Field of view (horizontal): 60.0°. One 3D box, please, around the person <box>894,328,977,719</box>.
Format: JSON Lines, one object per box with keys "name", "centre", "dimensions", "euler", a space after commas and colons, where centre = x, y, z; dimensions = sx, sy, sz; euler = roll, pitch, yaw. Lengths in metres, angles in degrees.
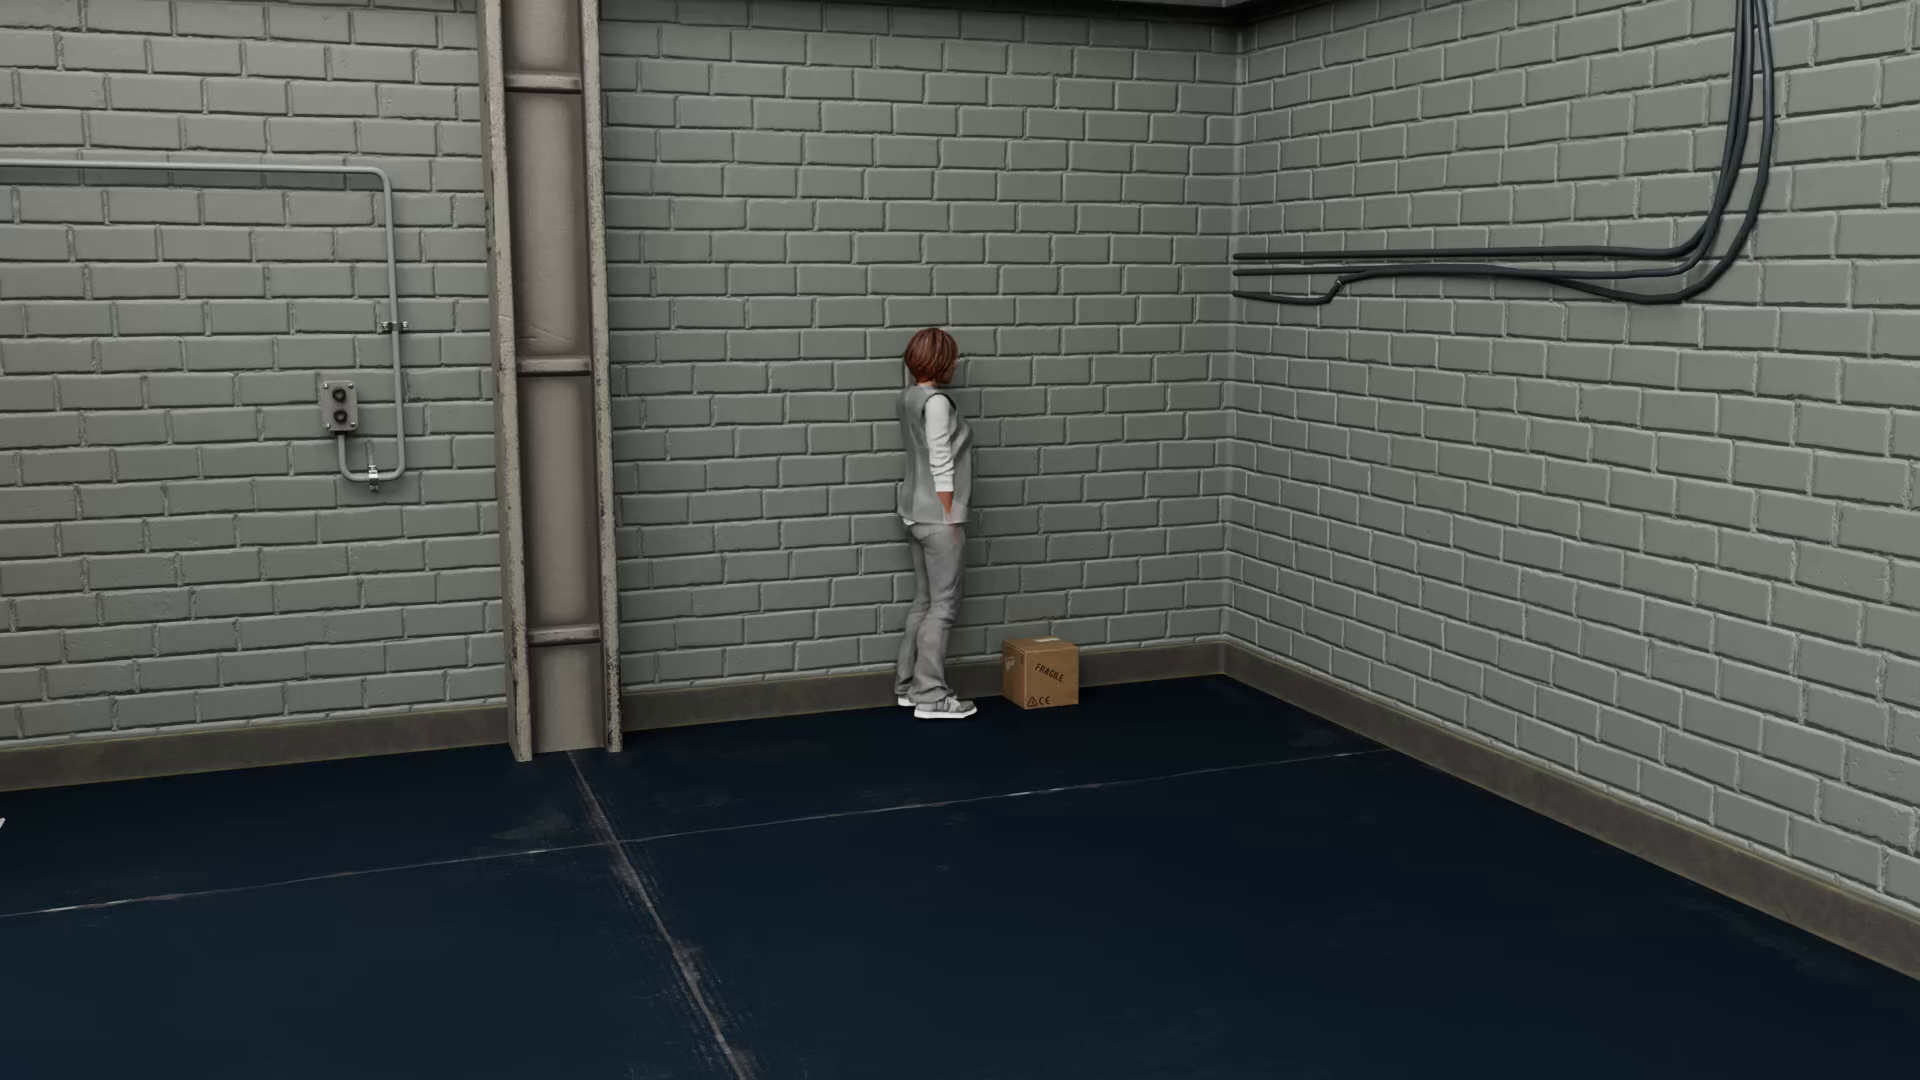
{"name": "person", "centre": [-0.111, -0.071, 6.857], "dimensions": [0.309, 1.594, 0.406], "euler": [-3, 10, -20]}
